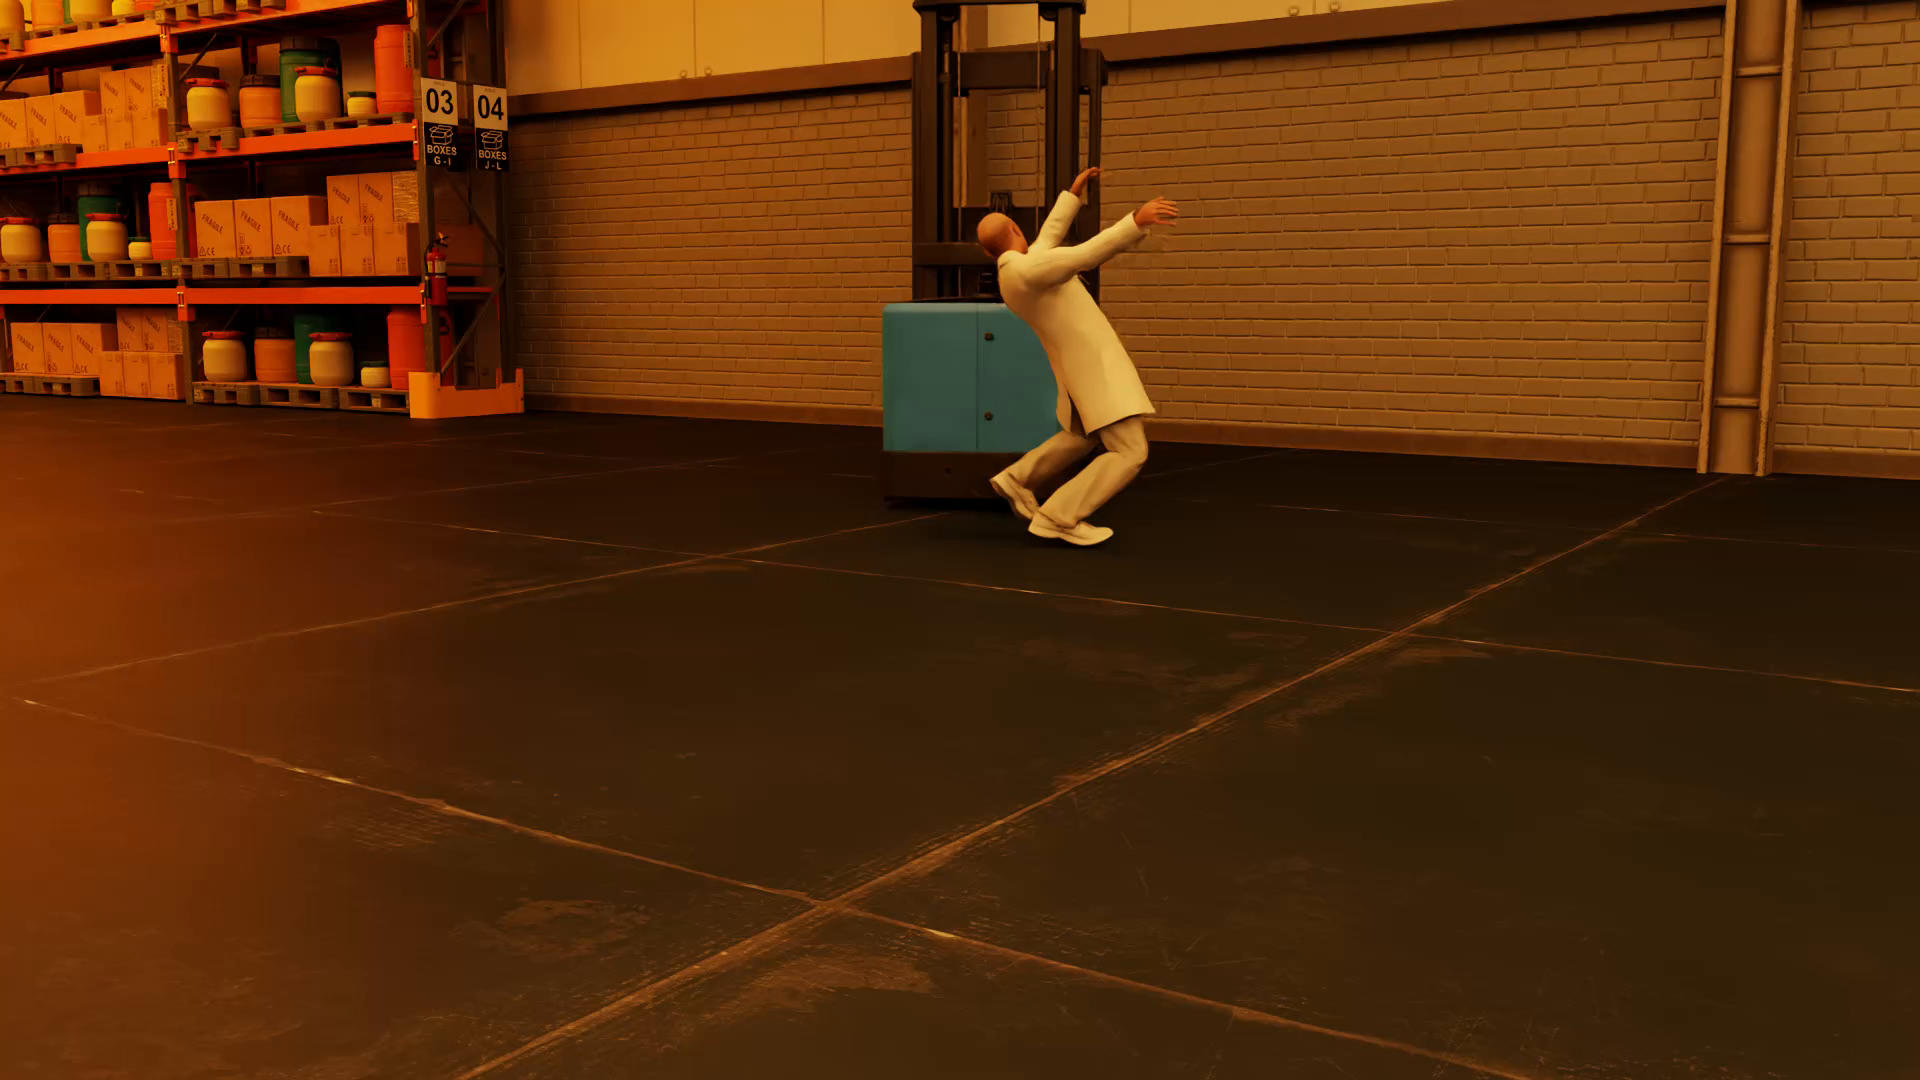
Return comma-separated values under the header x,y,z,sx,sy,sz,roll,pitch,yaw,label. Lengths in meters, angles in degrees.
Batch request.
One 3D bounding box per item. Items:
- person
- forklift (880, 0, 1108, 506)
x,y,z,sx,sy,sz,roll,pitch,yaw,label
0.504,-0.822,7.326,0.701,1.690,1.092,-3,8,-17,person
0.300,-1.803,9.873,1.130,2.935,3.031,1,8,8,forklift
